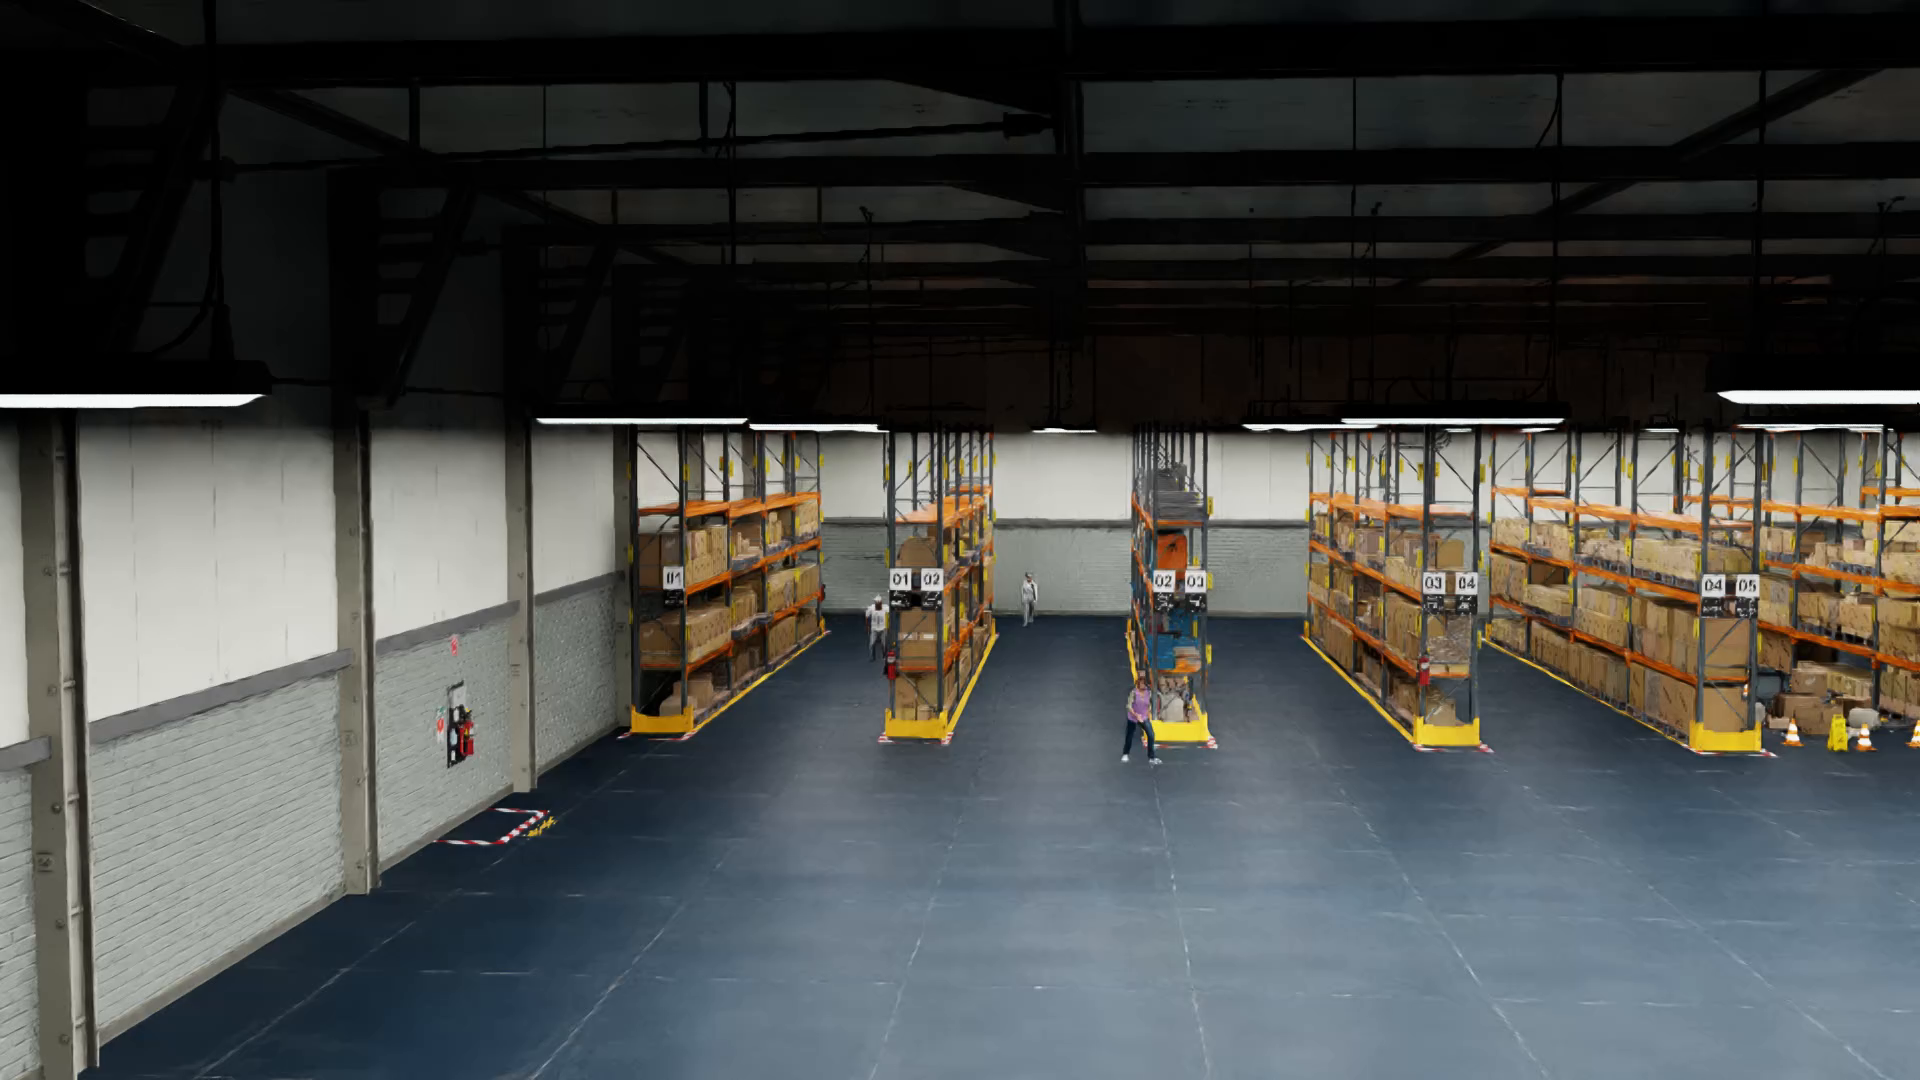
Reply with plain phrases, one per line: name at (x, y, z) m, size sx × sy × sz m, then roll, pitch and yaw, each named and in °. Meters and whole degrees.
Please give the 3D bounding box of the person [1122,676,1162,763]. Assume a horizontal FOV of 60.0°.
person at (3.127, 3.115, 28.958) m, size 0.574 × 1.535 × 0.749 m, roll -1°, pitch 4°, yaw -16°

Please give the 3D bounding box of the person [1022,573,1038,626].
person at (2.090, 1.755, 49.866) m, size 0.488 × 1.590 × 1.089 m, roll 0°, pitch 4°, yaw 2°

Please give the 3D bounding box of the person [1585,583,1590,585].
person at (16.600, 2.031, 43.953) m, size 0.451 × 1.789 × 0.605 m, roll -2°, pitch 4°, yaw -25°

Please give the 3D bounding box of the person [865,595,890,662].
person at (-2.049, 2.224, 41.880) m, size 0.719 × 1.714 × 0.572 m, roll 0°, pitch 4°, yaw 3°
